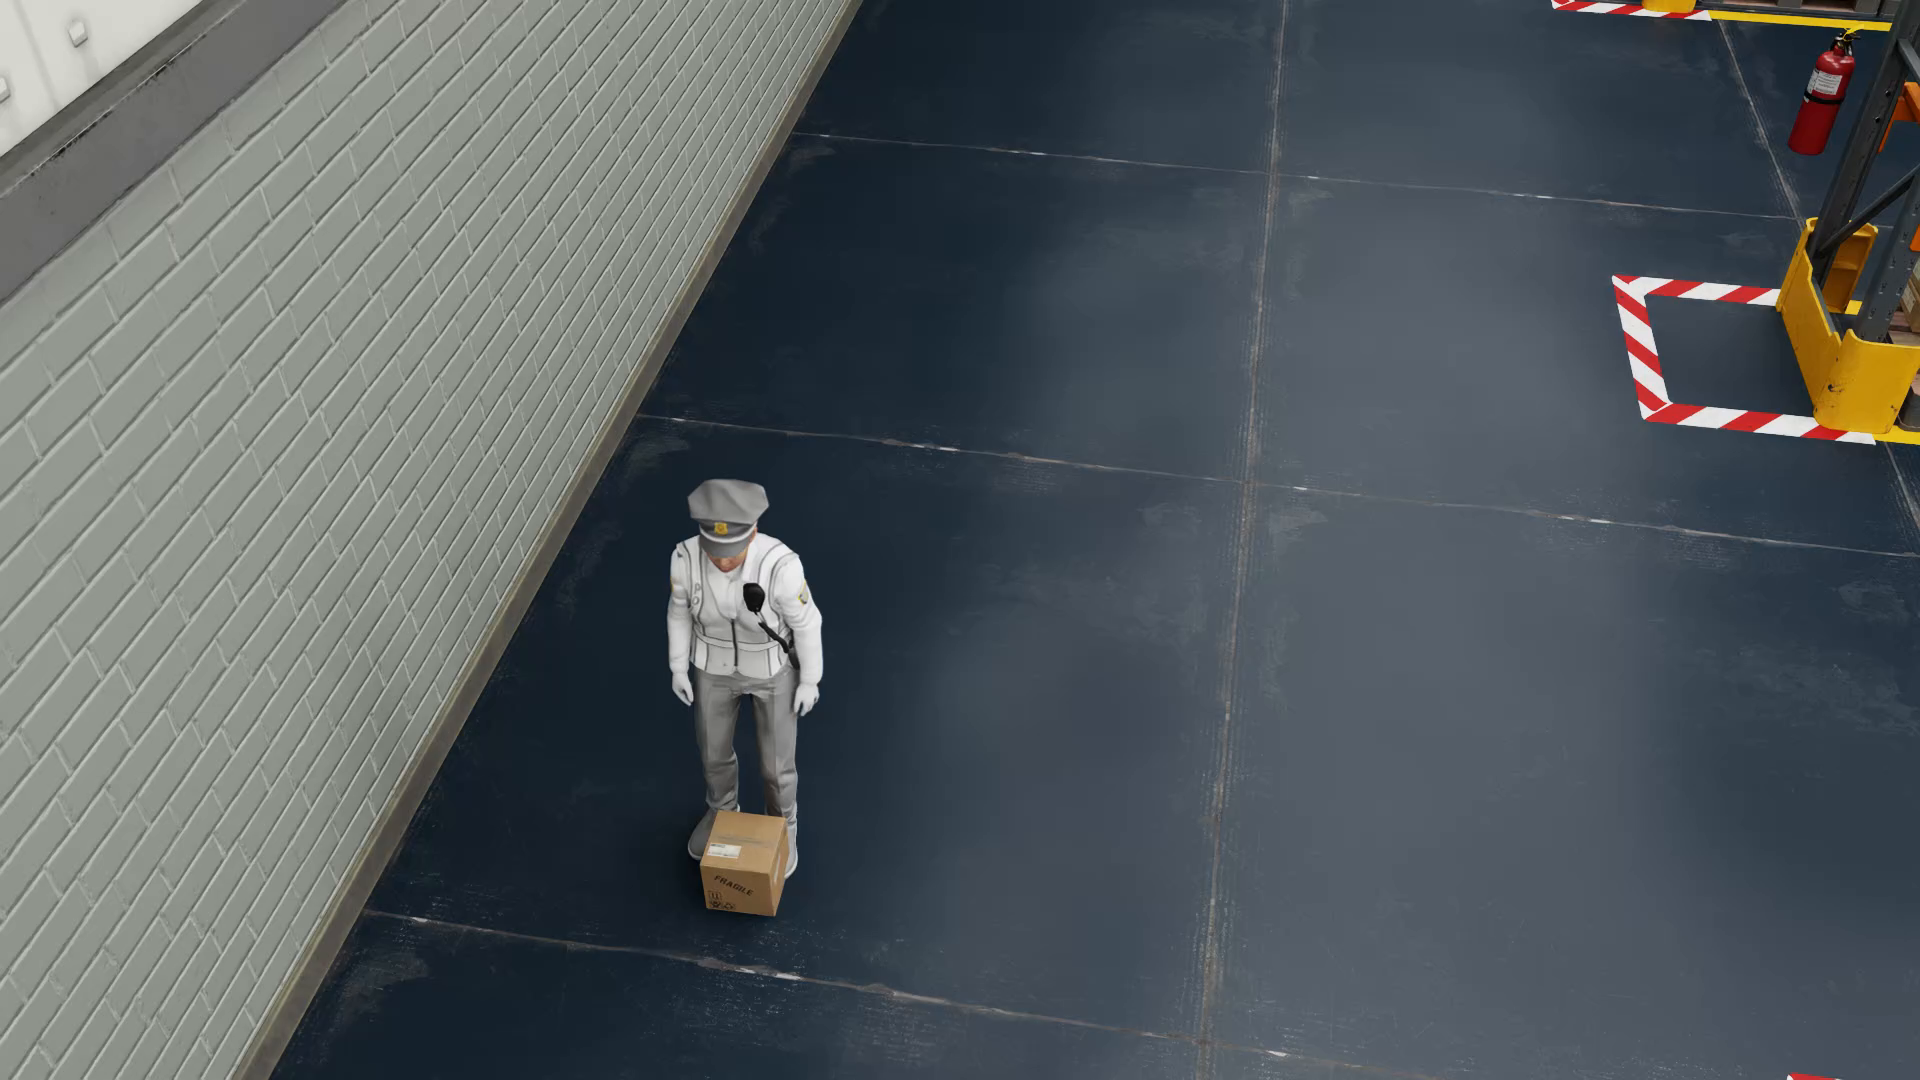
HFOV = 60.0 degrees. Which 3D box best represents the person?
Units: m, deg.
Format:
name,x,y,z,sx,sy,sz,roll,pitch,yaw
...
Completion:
name,x,y,z,sx,sy,sz,roll,pitch,yaw
person,-0.727,0.469,5.612,0.527,1.662,0.414,5,41,6
